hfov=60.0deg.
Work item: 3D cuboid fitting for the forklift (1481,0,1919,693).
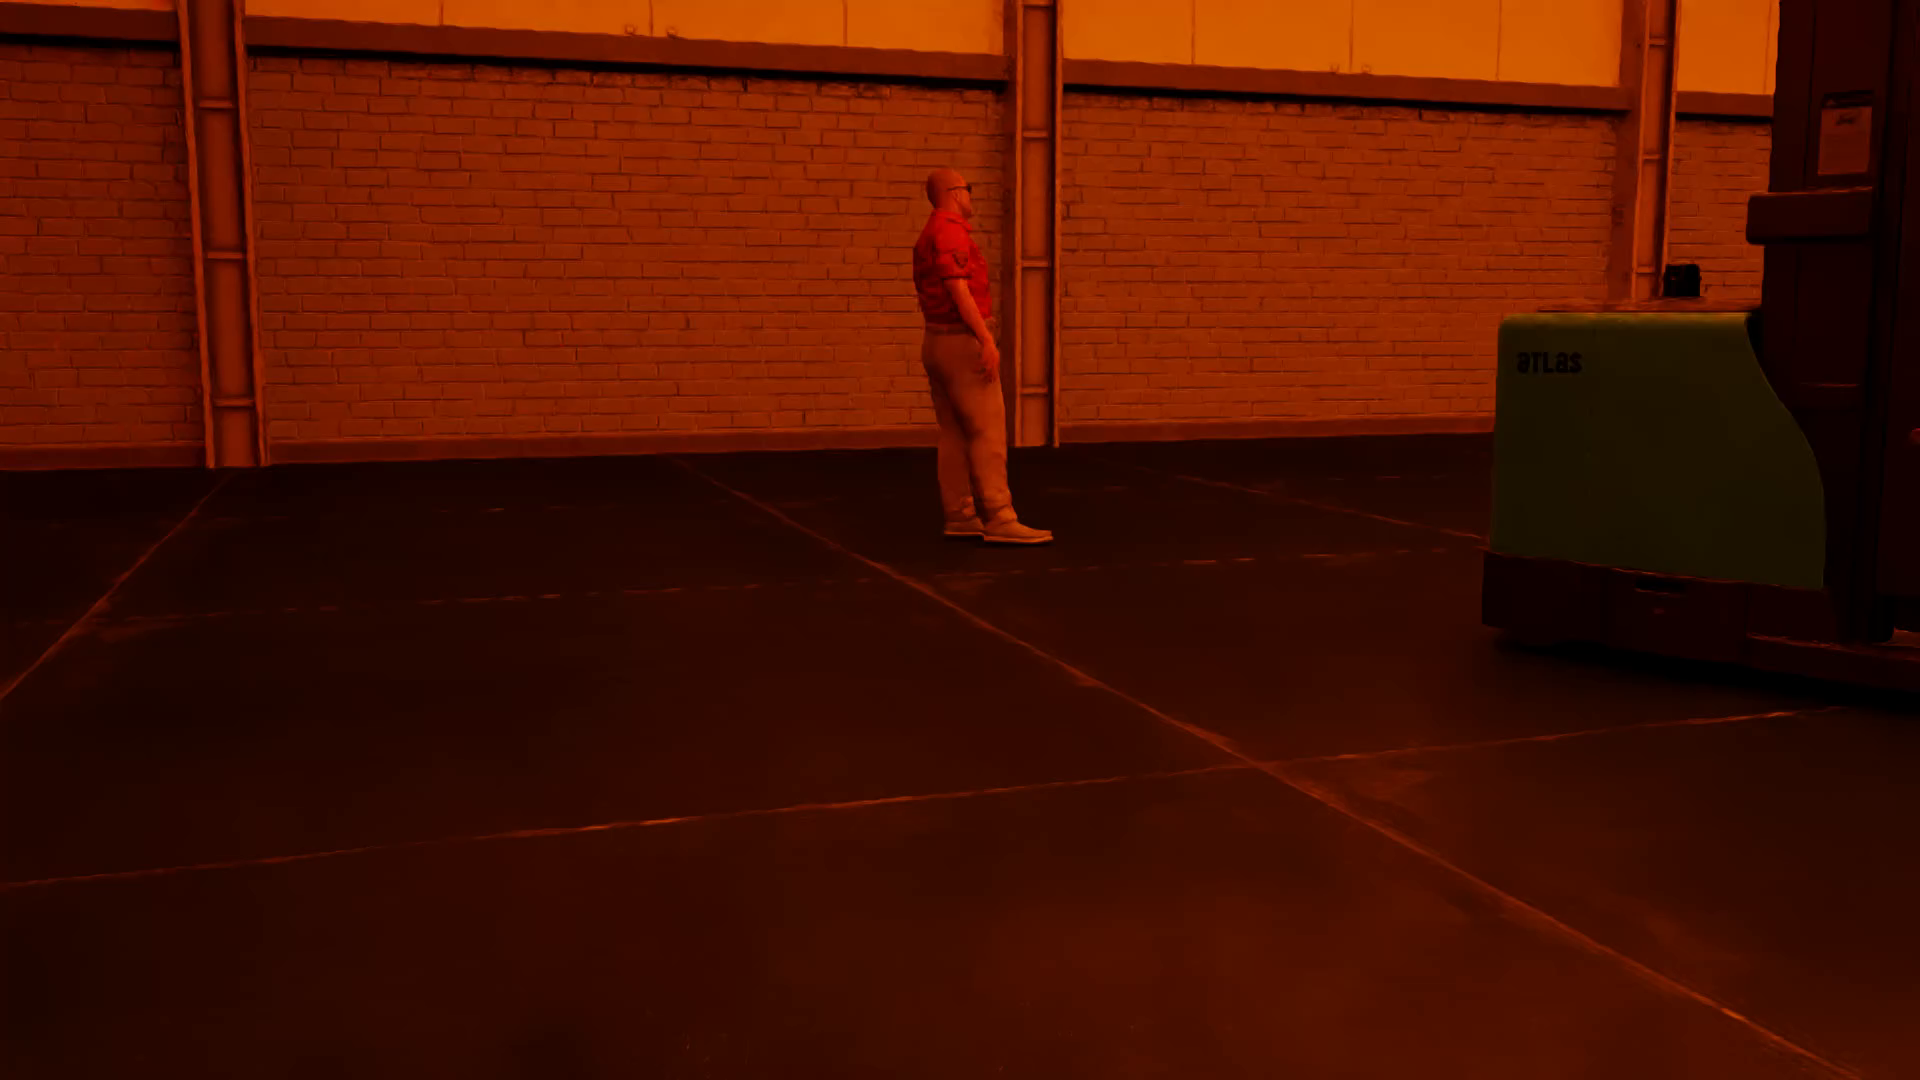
[{"bbox_3d":[3.065,-1.009,4.462,1.130,2.935,3.031,-7,11,-42],"label":"forklift"}]

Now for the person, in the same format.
[{"bbox_3d":[0.089,-0.866,7.824,0.550,1.727,0.640,-3,8,-18],"label":"person"}]
